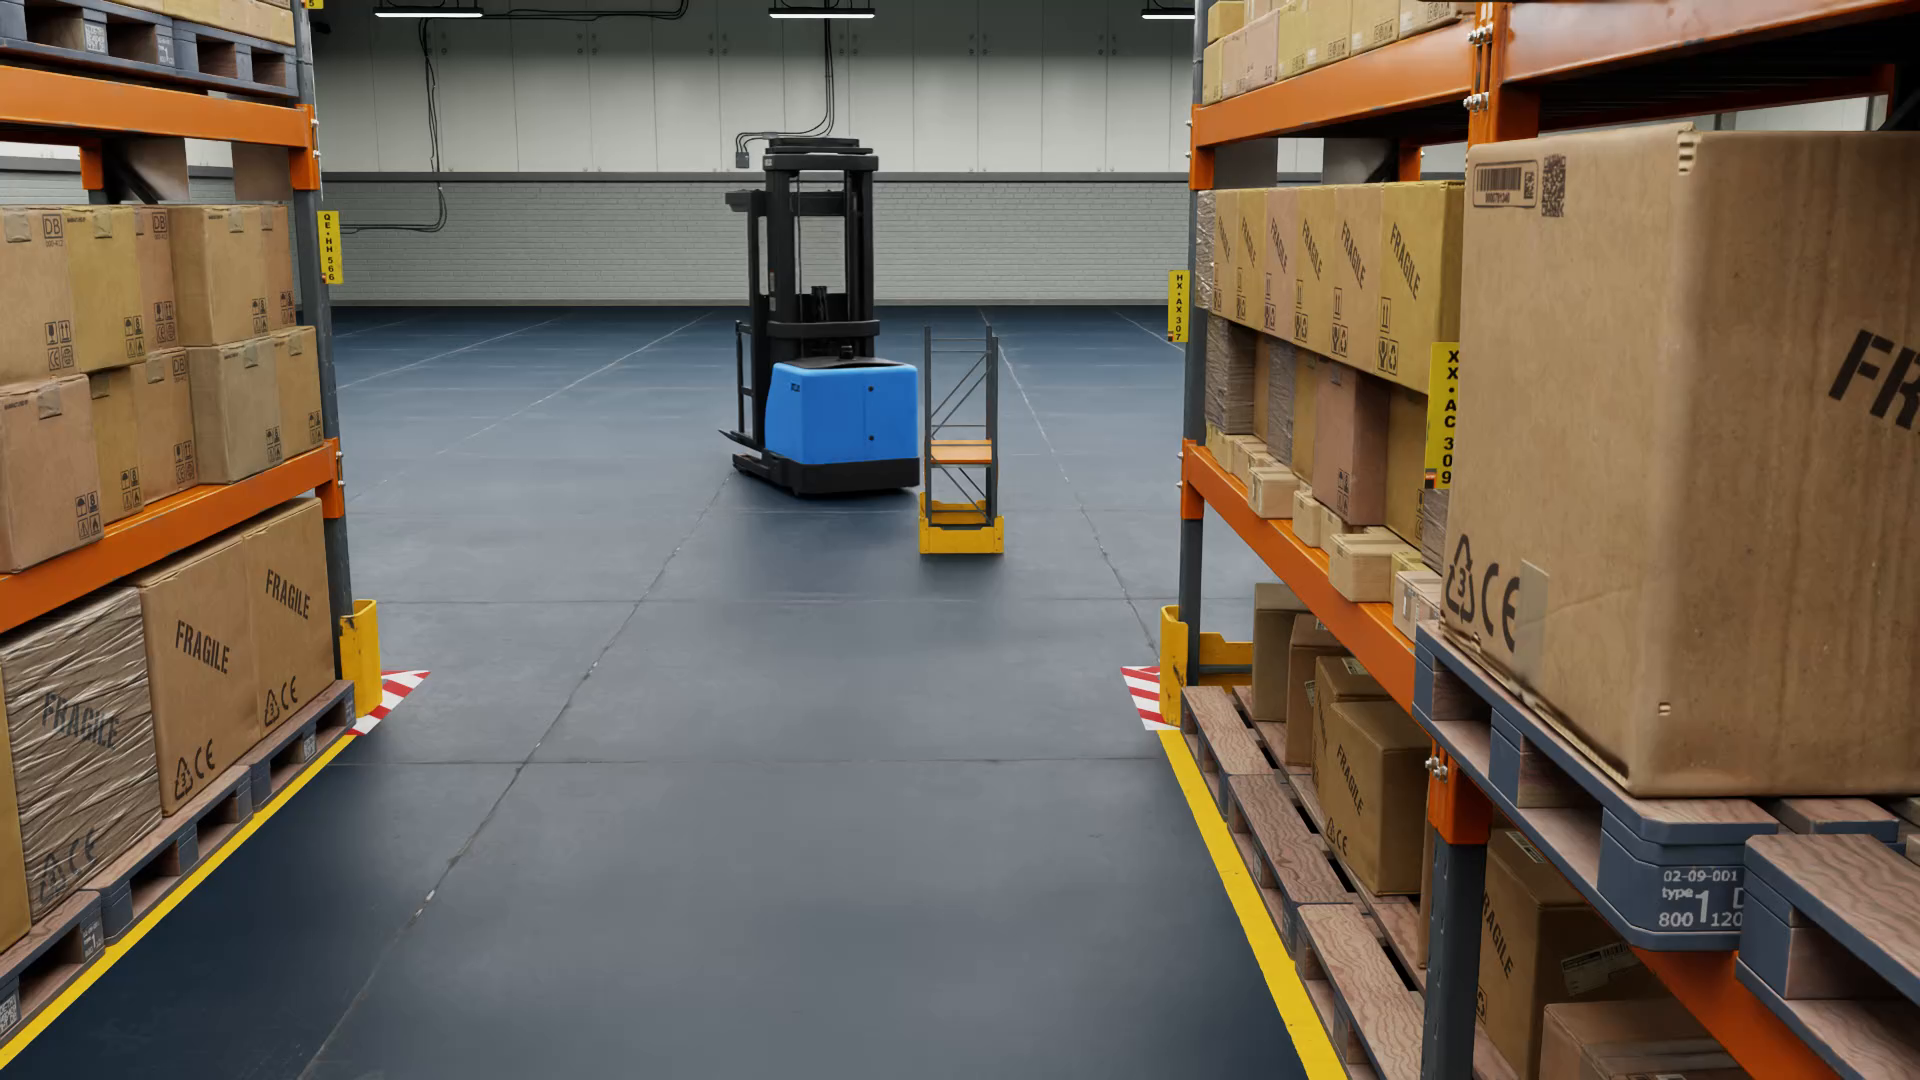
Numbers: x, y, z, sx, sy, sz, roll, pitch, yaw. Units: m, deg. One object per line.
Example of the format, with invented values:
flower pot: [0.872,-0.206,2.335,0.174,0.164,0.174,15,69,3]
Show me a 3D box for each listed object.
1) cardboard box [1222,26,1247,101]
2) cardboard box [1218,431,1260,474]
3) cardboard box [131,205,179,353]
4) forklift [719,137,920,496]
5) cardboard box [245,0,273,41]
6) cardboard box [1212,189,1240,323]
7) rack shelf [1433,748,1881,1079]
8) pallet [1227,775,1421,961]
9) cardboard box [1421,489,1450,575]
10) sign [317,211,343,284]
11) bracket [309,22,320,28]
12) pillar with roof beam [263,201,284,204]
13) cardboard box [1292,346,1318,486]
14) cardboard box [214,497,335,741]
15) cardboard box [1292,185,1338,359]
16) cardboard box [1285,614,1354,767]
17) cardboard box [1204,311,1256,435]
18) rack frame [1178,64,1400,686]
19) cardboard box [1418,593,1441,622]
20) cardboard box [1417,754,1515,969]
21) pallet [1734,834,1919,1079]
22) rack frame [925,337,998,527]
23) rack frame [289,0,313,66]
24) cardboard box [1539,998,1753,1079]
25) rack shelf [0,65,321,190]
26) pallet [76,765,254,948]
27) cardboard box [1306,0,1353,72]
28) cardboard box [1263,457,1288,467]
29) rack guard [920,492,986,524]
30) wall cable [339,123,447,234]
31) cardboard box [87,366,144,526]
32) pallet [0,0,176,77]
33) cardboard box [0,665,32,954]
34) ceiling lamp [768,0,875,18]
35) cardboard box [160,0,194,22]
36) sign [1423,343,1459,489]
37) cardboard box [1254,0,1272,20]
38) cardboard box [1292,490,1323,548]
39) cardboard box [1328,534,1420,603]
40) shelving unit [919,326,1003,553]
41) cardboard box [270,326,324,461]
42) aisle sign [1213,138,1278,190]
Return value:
cardboard box: [1.316,-1.846,6.449,0.500,0.250,0.500,0,11,-2]
cardboard box: [1.291,-0.369,6.965,0.380,0.149,0.250,0,11,-1]
cardboard box: [-3.465,-0.957,6.138,0.875,0.550,0.550,0,11,-1]
forklift: [-1.414,-2.051,14.795,1.130,2.935,3.031,-5,13,-24]
cardboard box: [-3.063,-2.136,6.823,0.380,0.149,0.250,0,11,-1]
cardboard box: [1.290,-1.124,6.542,0.500,0.500,0.500,0,11,-1]
rack shelf: [1.672,0.896,1.908,1.077,0.370,4.000,0,11,-1]
pallet: [1.553,1.136,5.929,1.003,0.211,1.213,0,11,-1]
cardboard box: [1.683,-0.139,4.198,0.875,0.500,0.500,0,11,-1]
sign: [-2.871,-1.332,7.572,0.100,0.325,0.005,0,11,-1]
bracket: [-14.520,-11.551,37.307,0.076,0.066,3.189,0,11,-1]
pillar with roof beam: [-10.525,-9.367,35.595,9.100,9.000,0.548,0,11,-1]
cardboard box: [1.628,-0.437,5.668,0.875,0.500,0.500,0,11,-1]
cardboard box: [-3.333,0.321,7.220,0.875,0.875,0.875,0,11,-1]
cardboard box: [1.325,-0.826,5.072,0.500,0.500,0.500,0,11,-1]
cardboard box: [1.590,0.613,6.725,0.500,0.500,0.500,3,12,14]
cardboard box: [1.532,-0.735,7.136,0.875,0.500,0.500,0,11,-1]
rack frame: [1.548,-0.649,7.715,1.000,3.000,0.127,0,11,-1]
cardboard box: [1.332,0.227,4.025,0.380,0.149,0.250,0,11,-1]
cardboard box: [1.643,0.972,4.956,0.500,0.500,0.500,4,12,17]
pallet: [1.631,0.642,1.834,1.003,0.211,1.213,0,11,-1]
rack frame: [0.009,-0.651,11.495,0.500,1.500,0.032,0,11,-1]
rack frame: [-3.413,-3.589,7.117,1.000,3.000,0.127,0,11,-1]
cardboard box: [1.621,1.277,3.398,0.700,0.500,0.500,-1,12,-6]
rack shelf: [-3.372,-1.369,5.527,1.077,0.370,4.000,0,11,-1]
pallet: [-3.296,1.118,6.017,1.003,0.211,1.213,0,11,-1]
cardboard box: [1.344,-1.545,4.965,0.500,0.250,0.500,0,11,-2]
cardboard box: [1.348,-0.220,6.231,0.380,0.149,0.250,0,11,-1]
rack guard: [-0.012,-0.237,12.597,0.587,0.250,0.087,0,11,-1]
wall cable: [-13.568,-8.418,38.730,3.097,2.526,0.112,0,11,-1]
cardboard box: [-3.389,-0.323,5.728,0.875,0.550,0.500,0,11,-1]
pallet: [-3.359,-1.685,5.499,1.003,0.211,1.213,0,11,-1]
cardboard box: [-3.274,0.856,4.581,0.875,0.875,0.875,0,11,0]
ceiling lamp: [-2.613,-11.491,31.387,2.000,3.185,0.800,0,11,-1]
cardboard box: [-3.047,-1.984,6.072,0.380,0.149,0.250,0,11,-2]
sign: [1.088,-0.275,3.691,0.100,0.325,0.005,0,11,-1]
cardboard box: [1.294,-1.981,6.110,0.380,0.149,0.250,0,11,-1]
cardboard box: [1.316,-0.071,5.495,0.380,0.149,0.250,0,11,-1]
cardboard box: [1.275,0.079,4.759,0.380,0.149,0.250,0,11,-1]
shelving unit: [-0.002,-0.750,11.985,0.587,1.500,1.083,0,11,-1]
cardboard box: [-3.360,-0.649,7.336,0.875,0.550,0.550,0,11,-1]
aisle sign: [1.246,-1.934,7.511,0.394,0.787,0.004,0,11,-1]
